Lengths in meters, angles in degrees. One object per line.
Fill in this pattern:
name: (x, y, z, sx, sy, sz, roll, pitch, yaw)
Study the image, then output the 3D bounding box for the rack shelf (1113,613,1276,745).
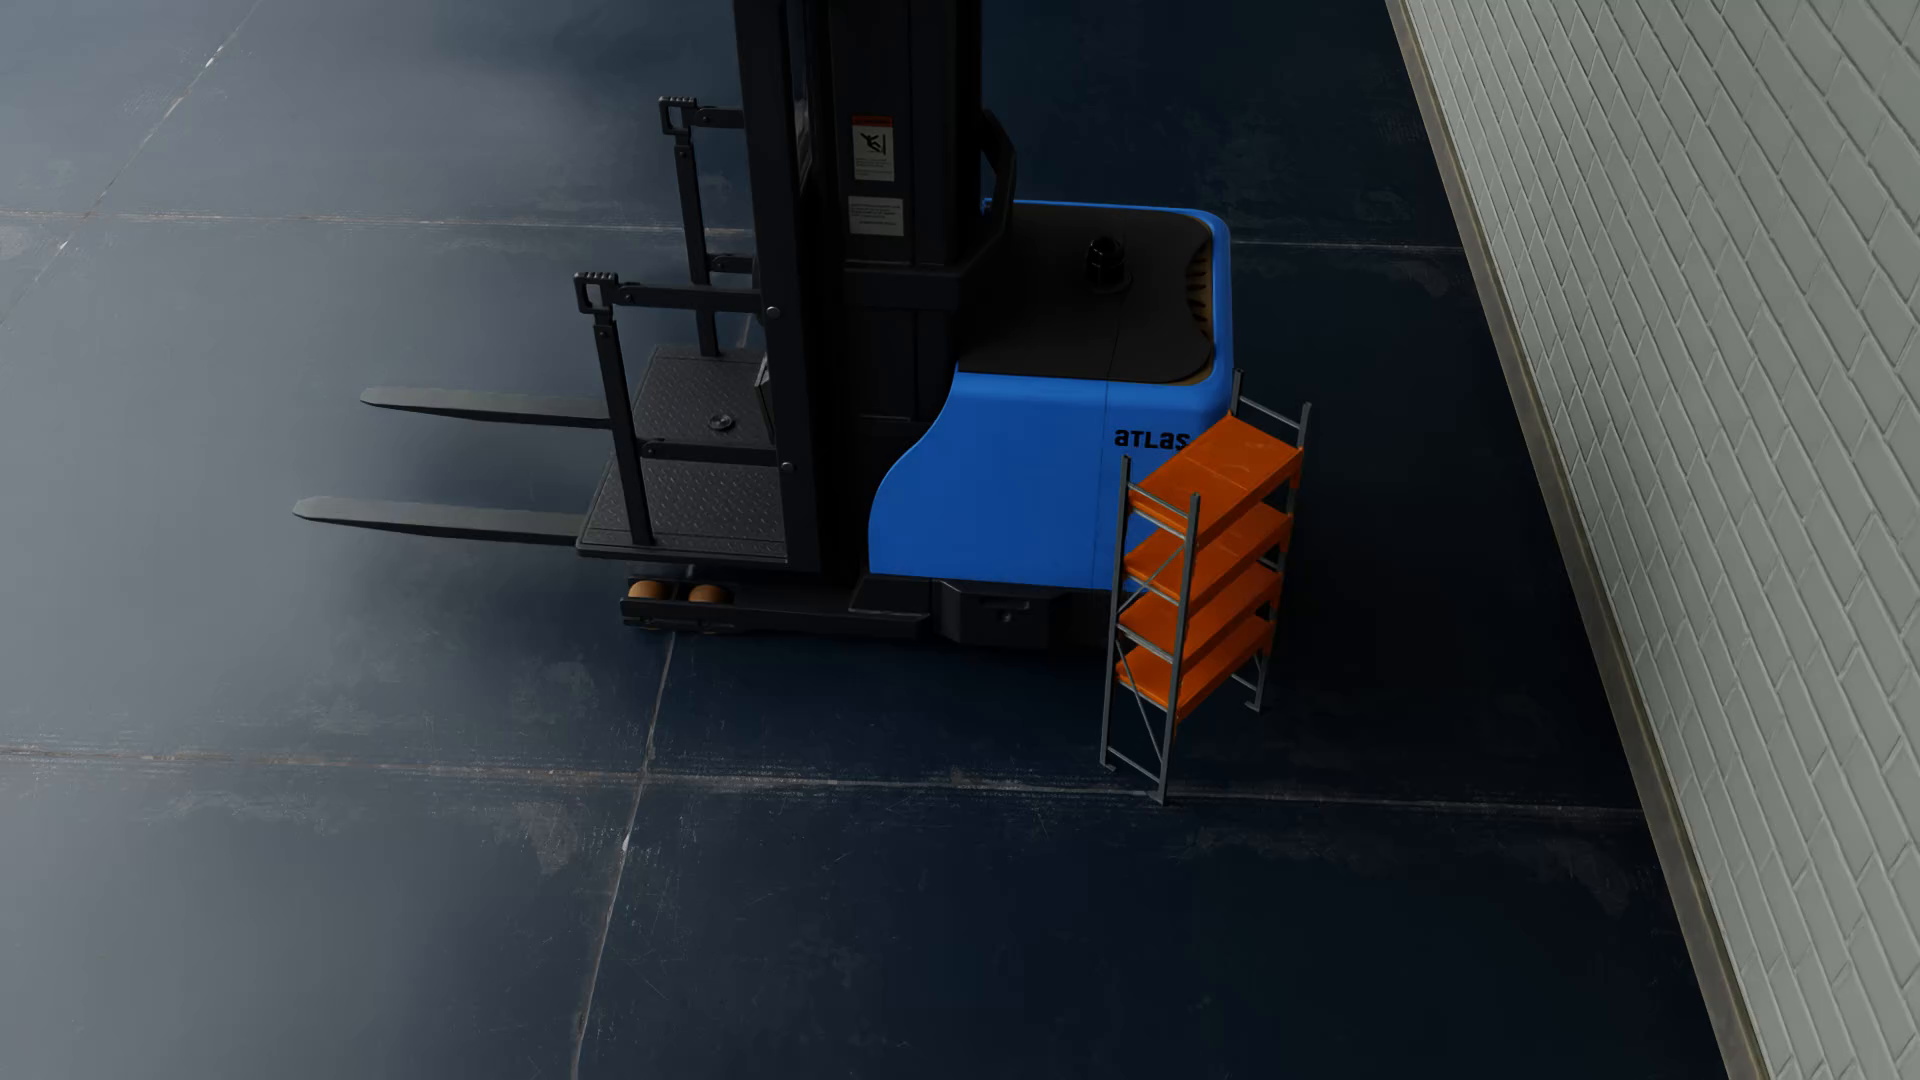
rack shelf: (0.677, 0.355, 4.876, 0.258, 0.148, 0.480, 32, 51, 30)

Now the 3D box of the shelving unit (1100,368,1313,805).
shelving unit: (0.675, 0.159, 4.696, 0.258, 1.200, 0.503, 32, 51, 30)

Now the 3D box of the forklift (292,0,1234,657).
forklift: (-0.679, -1.120, 4.802, 3.031, 2.935, 1.130, 4, 43, 4)

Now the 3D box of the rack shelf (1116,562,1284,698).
rack shelf: (0.675, 0.209, 4.742, 0.258, 0.148, 0.480, 32, 51, 30)

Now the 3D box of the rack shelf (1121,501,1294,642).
rack shelf: (0.673, 0.044, 4.591, 0.258, 0.148, 0.480, 32, 51, 30)

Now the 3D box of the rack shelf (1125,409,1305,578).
rack shelf: (0.671, -0.131, 4.431, 0.258, 0.148, 0.480, 32, 51, 30)

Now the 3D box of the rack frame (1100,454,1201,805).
rack frame: (0.509, 0.281, 4.565, 0.240, 1.200, 0.015, 32, 51, 30)

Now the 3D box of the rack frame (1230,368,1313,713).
rack frame: (0.840, 0.037, 4.827, 0.240, 1.200, 0.015, 32, 51, 30)
